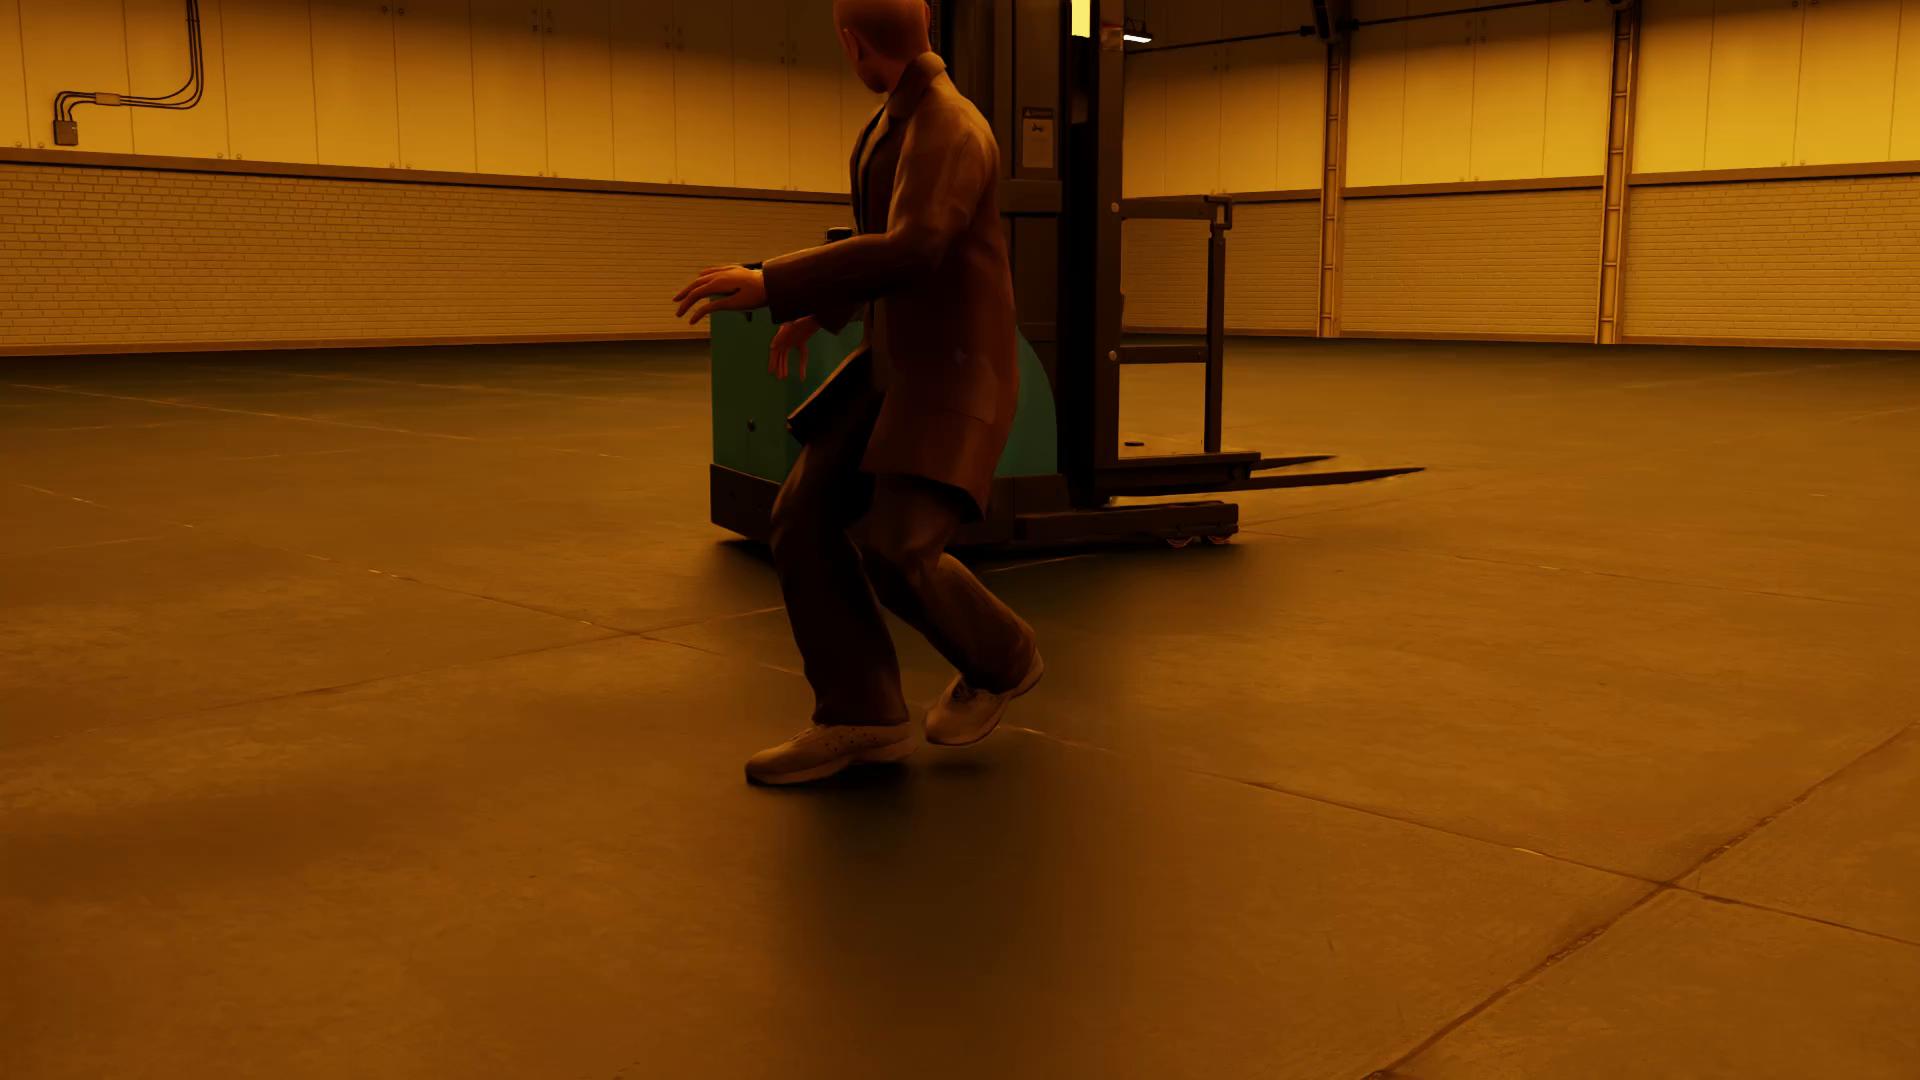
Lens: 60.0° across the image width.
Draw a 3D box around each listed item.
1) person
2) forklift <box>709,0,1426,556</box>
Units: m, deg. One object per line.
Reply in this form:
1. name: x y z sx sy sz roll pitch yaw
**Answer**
1. person: -0.224 -0.341 3.476 0.894 1.652 0.918 -5 10 -28
2. forklift: 0.547 -1.490 6.767 3.031 2.935 1.130 -4 10 -26
